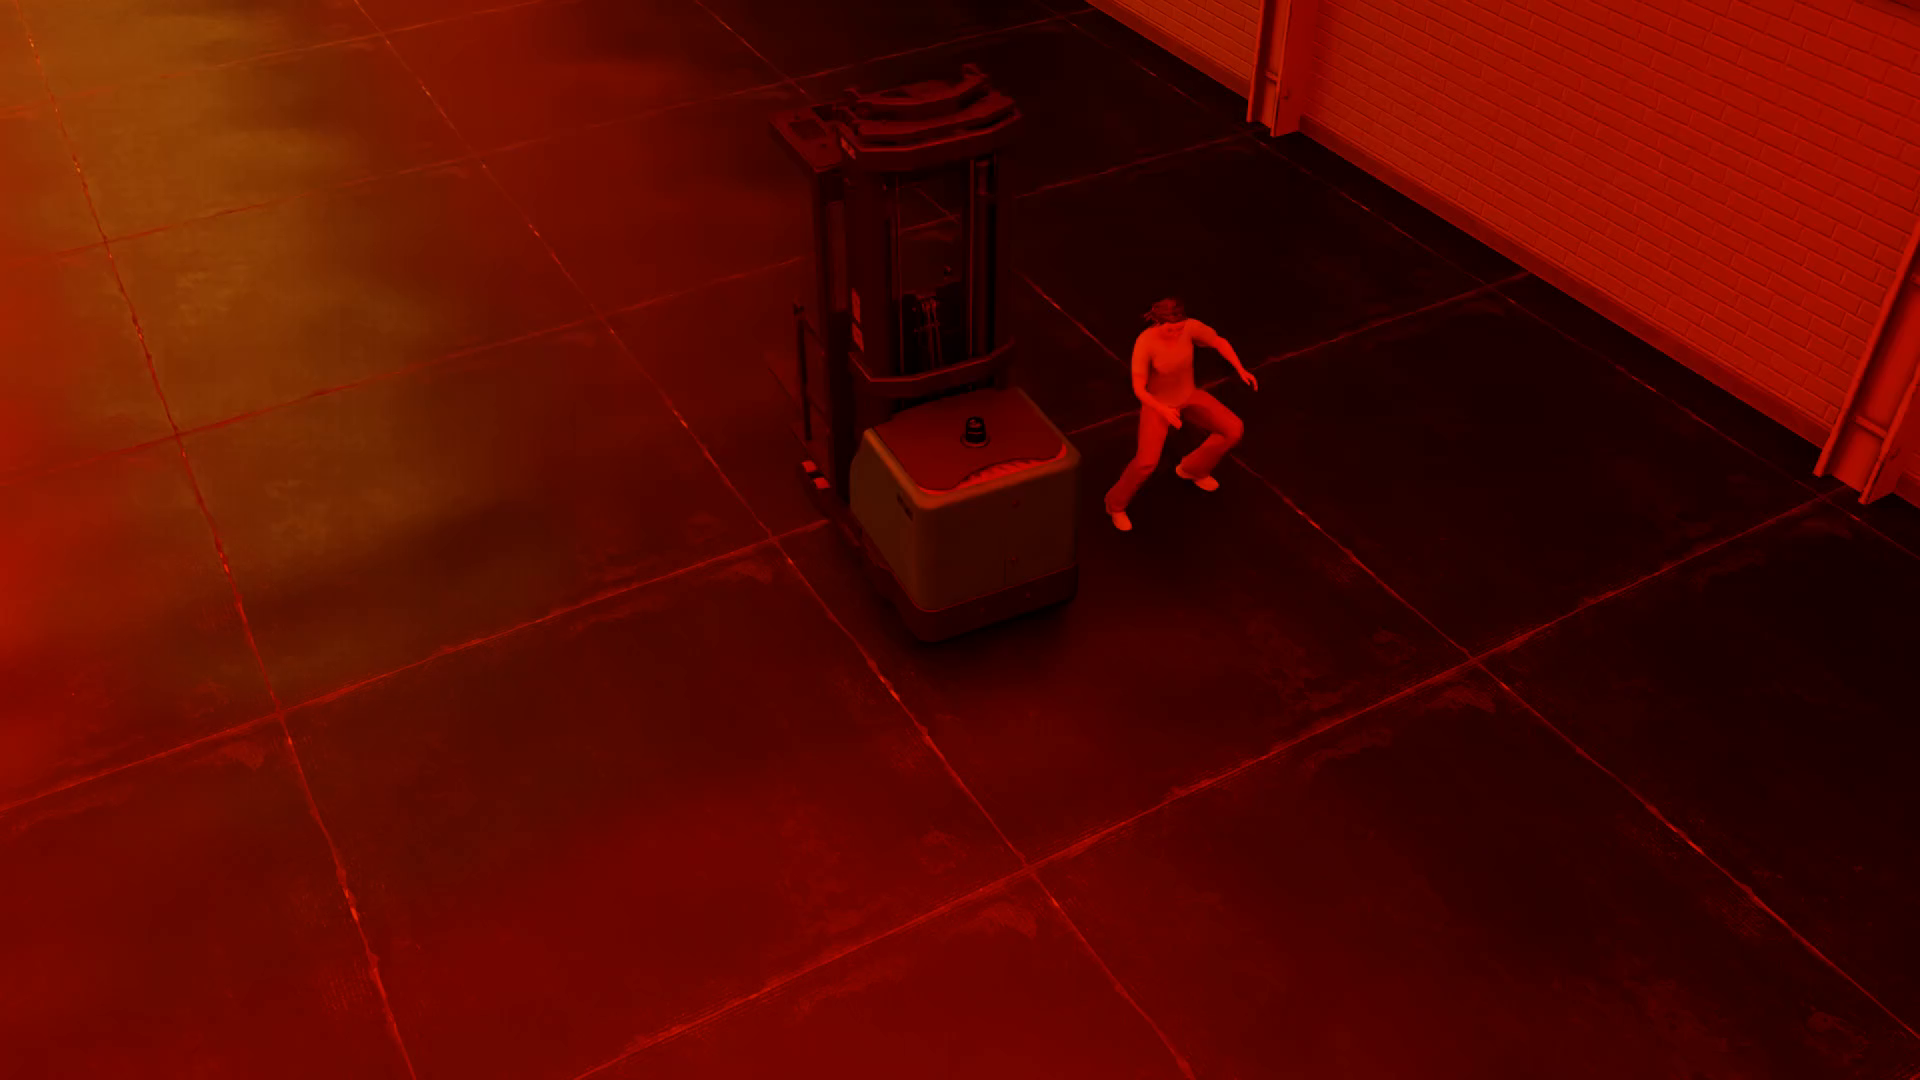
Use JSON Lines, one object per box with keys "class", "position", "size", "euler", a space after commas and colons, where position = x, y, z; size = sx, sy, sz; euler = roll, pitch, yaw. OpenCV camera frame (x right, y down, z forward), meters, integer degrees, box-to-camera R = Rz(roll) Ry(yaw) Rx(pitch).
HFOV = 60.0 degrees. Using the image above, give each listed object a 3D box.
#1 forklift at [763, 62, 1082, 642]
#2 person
{"class": "forklift", "position": [-0.405, -1.479, 9.819], "size": [1.130, 2.935, 3.031], "euler": [-17, 43, -20]}
{"class": "person", "position": [1.339, -0.793, 10.139], "size": [0.871, 1.469, 0.688], "euler": [-13, 42, -16]}
